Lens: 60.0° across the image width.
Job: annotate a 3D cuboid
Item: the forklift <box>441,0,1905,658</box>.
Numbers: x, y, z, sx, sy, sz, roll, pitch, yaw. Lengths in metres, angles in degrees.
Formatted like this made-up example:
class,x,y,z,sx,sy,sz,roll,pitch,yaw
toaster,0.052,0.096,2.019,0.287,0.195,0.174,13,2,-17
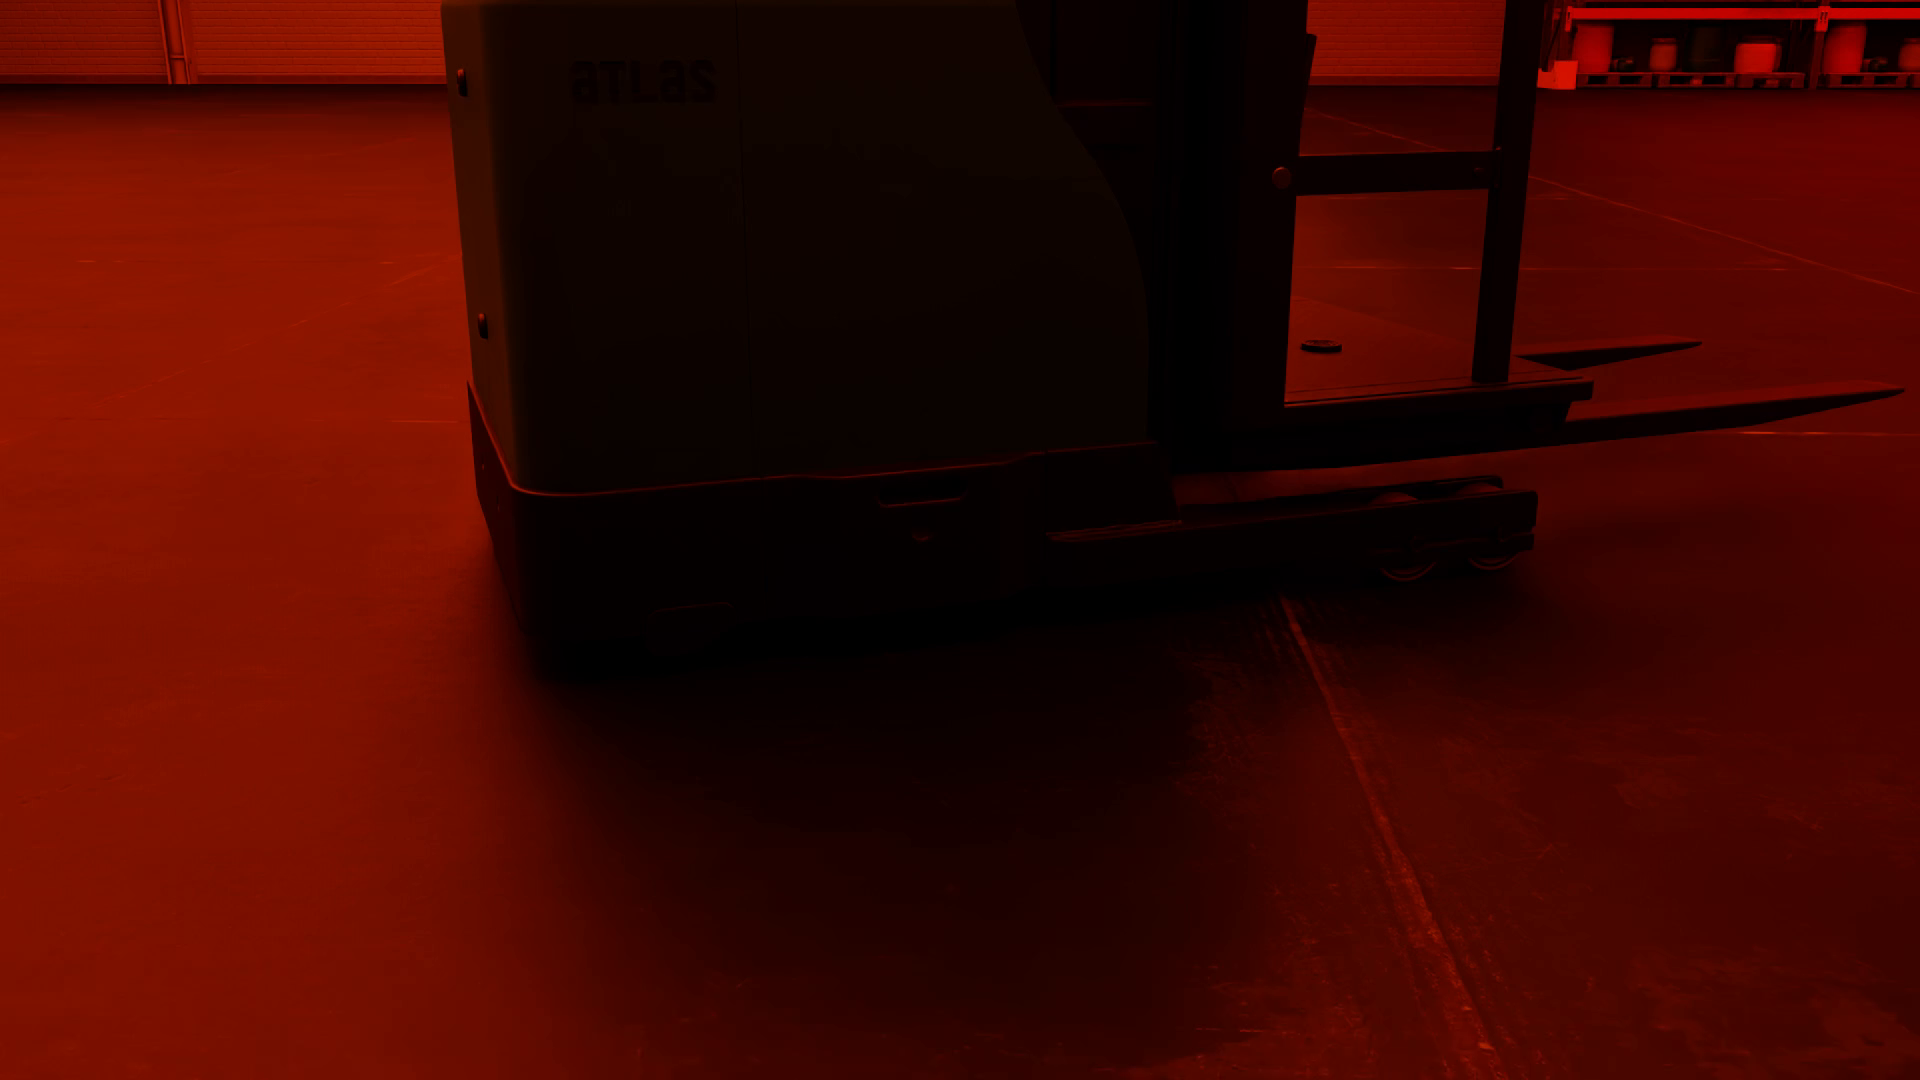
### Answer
class,x,y,z,sx,sy,sz,roll,pitch,yaw
forklift,0.571,-1.462,3.137,3.031,2.935,1.130,-6,18,-19
